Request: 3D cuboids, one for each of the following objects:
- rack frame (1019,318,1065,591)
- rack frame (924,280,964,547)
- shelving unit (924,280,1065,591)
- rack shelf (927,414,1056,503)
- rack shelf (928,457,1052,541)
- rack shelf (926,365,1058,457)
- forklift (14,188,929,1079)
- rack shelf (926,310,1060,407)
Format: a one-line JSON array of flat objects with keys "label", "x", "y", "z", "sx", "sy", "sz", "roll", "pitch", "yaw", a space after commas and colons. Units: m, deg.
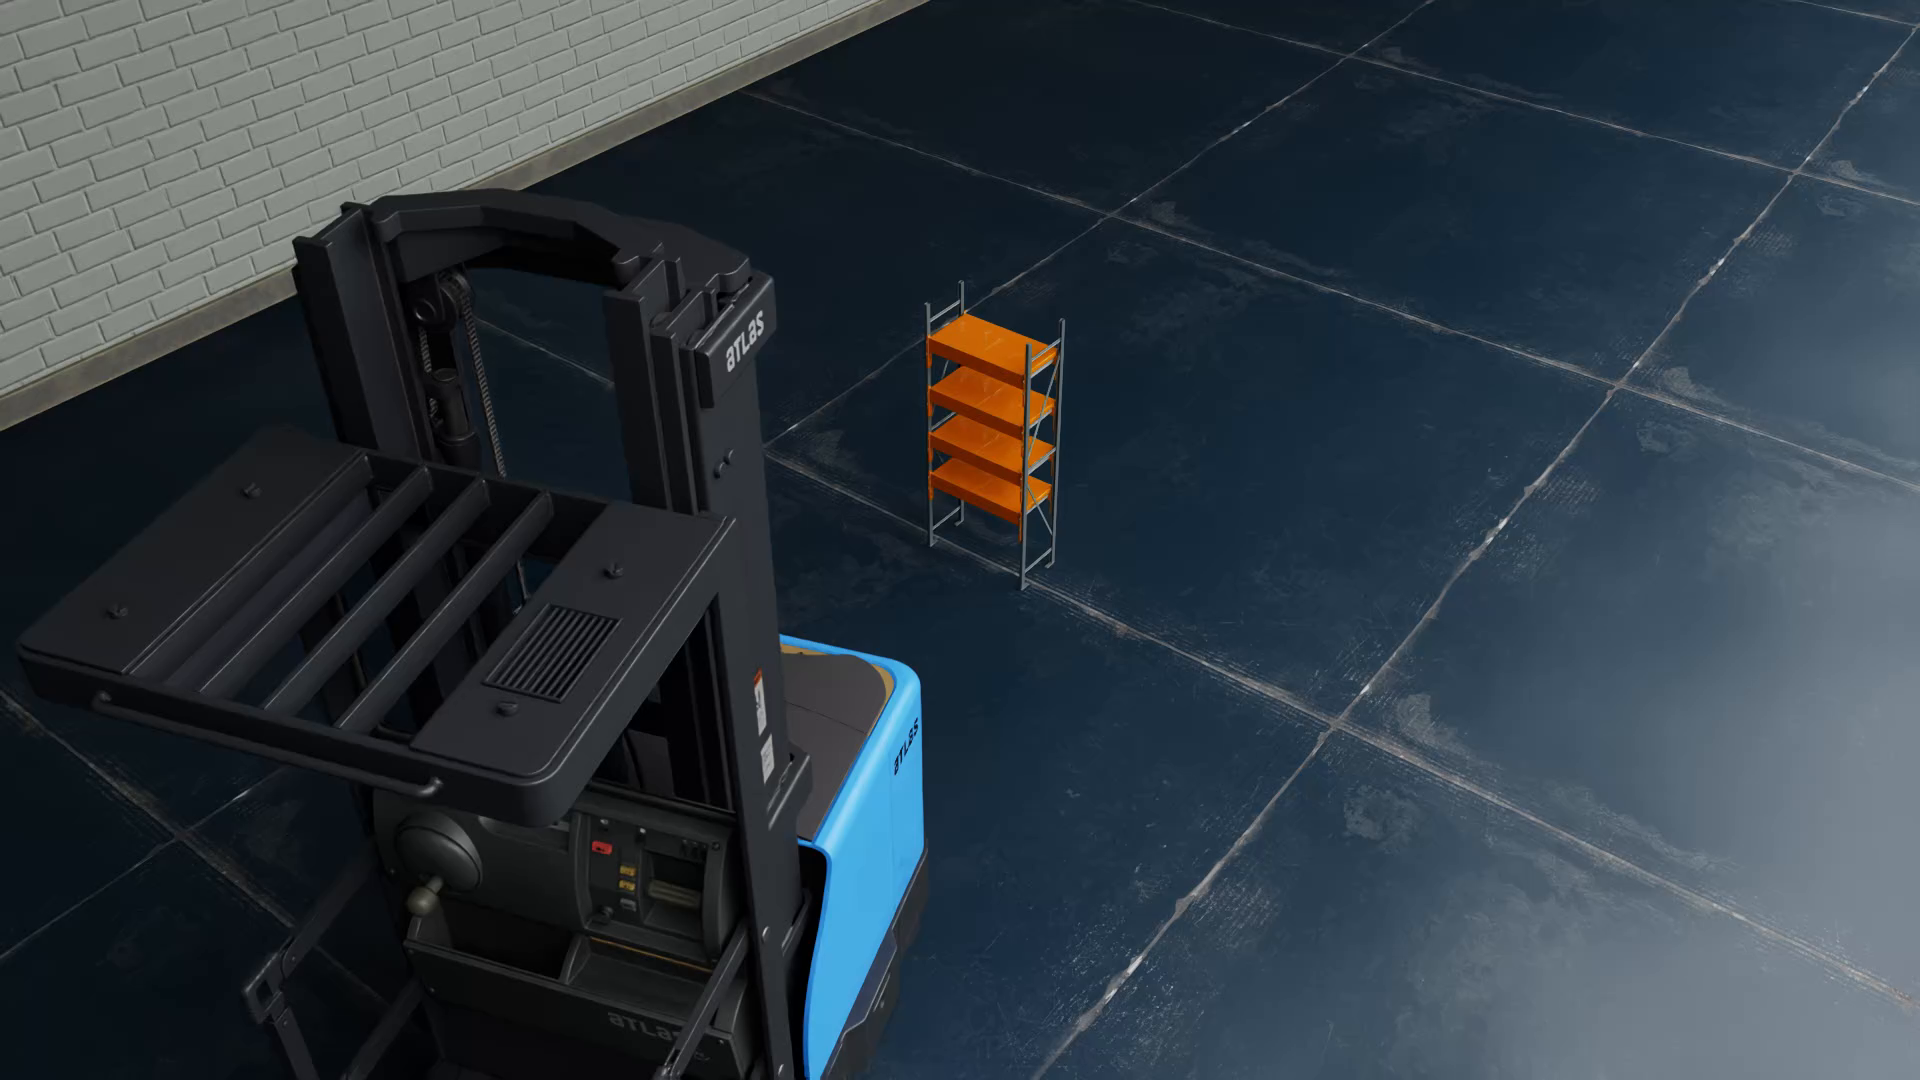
[{"label": "rack frame", "x": 0.325, "y": -0.319, "z": 6.684, "sx": 0.015, "sy": 1.200, "sz": 0.240, "roll": 25, "pitch": 45, "yaw": 29}, {"label": "rack frame", "x": -0.062, "y": -0.502, "z": 6.918, "sx": 0.015, "sy": 1.200, "sz": 0.240, "roll": 25, "pitch": 45, "yaw": 29}, {"label": "shelving unit", "x": 0.131, "y": -0.410, "z": 6.801, "sx": 0.503, "sy": 1.200, "sz": 0.258, "roll": 25, "pitch": 45, "yaw": 29}, {"label": "rack shelf", "x": 0.131, "y": -0.357, "z": 6.842, "sx": 0.480, "sy": 0.148, "sz": 0.258, "roll": 25, "pitch": 45, "yaw": 29}, {"label": "rack shelf", "x": 0.131, "y": -0.201, "z": 6.965, "sx": 0.480, "sy": 0.148, "sz": 0.258, "roll": 25, "pitch": 45, "yaw": 29}, {"label": "rack shelf", "x": 0.131, "y": -0.534, "z": 6.705, "sx": 0.480, "sy": 0.148, "sz": 0.258, "roll": 25, "pitch": 45, "yaw": 29}, {"label": "forklift", "x": -1.048, "y": 0.838, "z": 3.802, "sx": 1.130, "sy": 2.935, "sz": 3.031, "roll": 11, "pitch": 39, "yaw": 14}, {"label": "rack shelf", "x": 0.131, "y": -0.720, "z": 6.559, "sx": 0.480, "sy": 0.148, "sz": 0.258, "roll": 25, "pitch": 45, "yaw": 29}]
